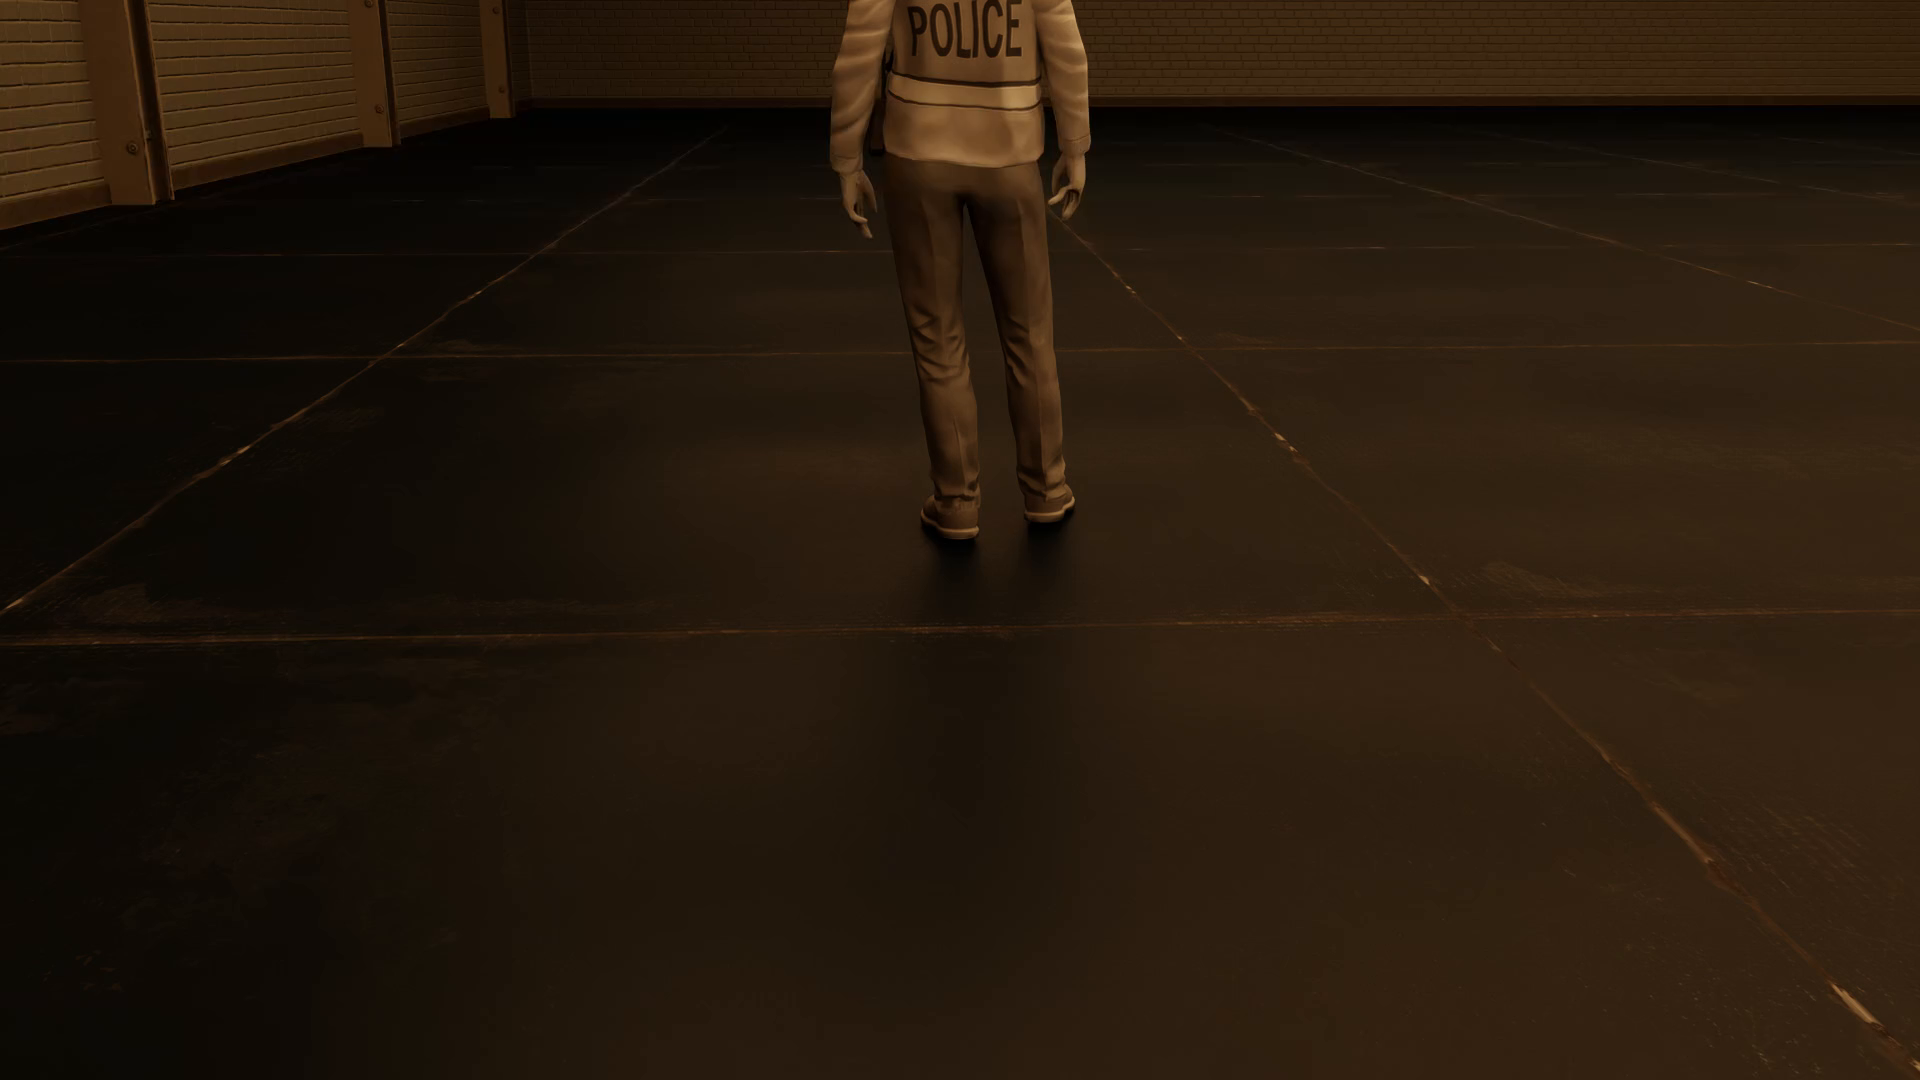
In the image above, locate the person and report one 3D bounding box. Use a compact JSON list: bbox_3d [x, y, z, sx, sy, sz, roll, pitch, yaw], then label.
[{"bbox_3d":[0.003,-0.837,3.734,0.587,1.695,0.531,-1,17,-3],"label":"person"}]
